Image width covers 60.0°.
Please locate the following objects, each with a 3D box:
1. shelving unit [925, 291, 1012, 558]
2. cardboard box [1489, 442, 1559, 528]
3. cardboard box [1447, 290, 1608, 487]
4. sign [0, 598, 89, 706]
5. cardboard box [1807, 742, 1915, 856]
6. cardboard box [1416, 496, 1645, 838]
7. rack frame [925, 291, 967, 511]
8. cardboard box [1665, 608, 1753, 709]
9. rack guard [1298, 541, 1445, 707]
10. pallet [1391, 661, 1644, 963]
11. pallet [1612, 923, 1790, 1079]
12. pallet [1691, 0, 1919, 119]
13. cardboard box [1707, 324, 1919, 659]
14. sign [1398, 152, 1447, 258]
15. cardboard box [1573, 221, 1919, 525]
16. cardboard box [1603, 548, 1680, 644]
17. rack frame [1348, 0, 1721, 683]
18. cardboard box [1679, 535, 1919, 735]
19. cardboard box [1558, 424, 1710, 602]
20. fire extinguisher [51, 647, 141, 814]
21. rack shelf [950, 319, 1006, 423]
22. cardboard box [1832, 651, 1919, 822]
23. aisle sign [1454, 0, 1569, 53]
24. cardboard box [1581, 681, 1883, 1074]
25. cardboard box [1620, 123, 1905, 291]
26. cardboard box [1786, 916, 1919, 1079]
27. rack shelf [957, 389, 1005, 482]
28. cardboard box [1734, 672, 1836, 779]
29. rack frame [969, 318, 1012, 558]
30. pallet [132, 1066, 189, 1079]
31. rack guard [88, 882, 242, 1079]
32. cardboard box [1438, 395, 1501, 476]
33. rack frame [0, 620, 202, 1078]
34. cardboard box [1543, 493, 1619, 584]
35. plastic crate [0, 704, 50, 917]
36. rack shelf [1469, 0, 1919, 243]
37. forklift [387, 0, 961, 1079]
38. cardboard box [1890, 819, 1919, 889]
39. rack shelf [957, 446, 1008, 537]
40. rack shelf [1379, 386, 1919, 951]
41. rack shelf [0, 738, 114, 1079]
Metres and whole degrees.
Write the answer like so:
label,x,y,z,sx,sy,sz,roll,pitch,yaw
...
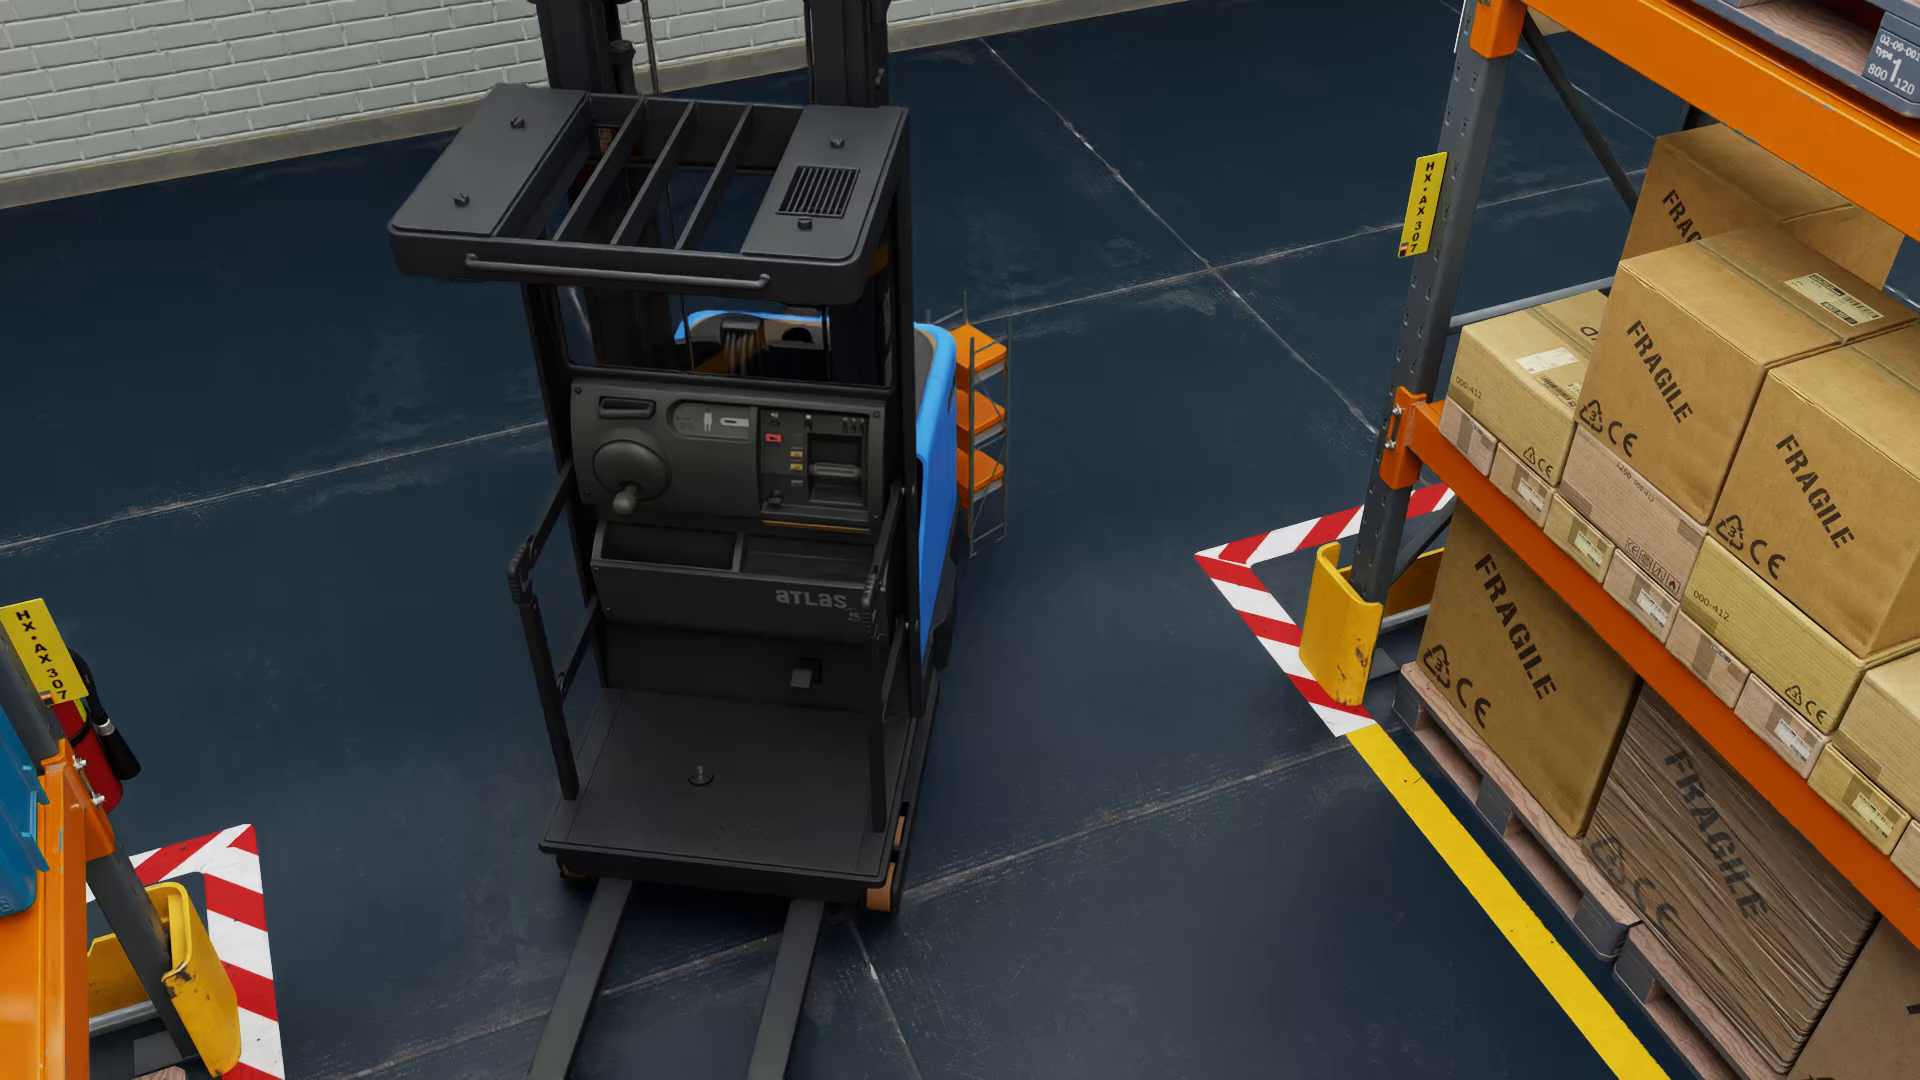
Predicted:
label,x,y,z,sx,sy,sz,roll,pitch,yaw
shelving unit,0.031,-0.430,6.445,0.215,1.050,0.252,-30,49,-30
cardboard box,1.797,-0.208,4.884,0.380,0.149,0.250,-16,43,-17
cardboard box,1.800,-0.453,4.863,0.500,0.250,0.500,-16,43,-18
sign,-2.208,0.273,4.006,0.100,0.325,0.005,-15,43,-17
cardboard box,2.287,0.564,3.986,0.380,0.149,0.250,-16,43,-18
cardboard box,2.185,0.259,5.456,0.875,0.875,0.875,-15,43,-17
rack frame,-0.051,-0.490,6.514,0.200,1.050,0.008,-30,49,-30
cardboard box,2.092,0.257,4.344,0.380,0.149,0.250,-16,43,-18
rack guard,1.857,0.180,6.157,1.175,0.500,0.348,-15,43,-17
pallet,2.244,0.766,5.697,1.003,0.211,1.213,-15,43,-17
pallet,2.707,1.500,4.844,1.003,0.211,1.213,-15,43,-17
pallet,2.160,-1.413,3.860,1.003,0.211,1.213,-15,43,-17
cardboard box,2.196,-0.125,3.907,0.500,0.500,0.500,-16,43,-18
sign,1.351,-0.977,4.861,0.100,0.325,0.005,-15,43,-17
cardboard box,1.992,-0.436,4.268,0.500,0.500,0.500,-16,43,-18
cardboard box,1.996,0.103,4.522,0.380,0.149,0.250,-16,43,-18
rack frame,1.866,-0.753,5.326,1.000,3.000,0.127,-15,43,-17
cardboard box,2.194,0.162,4.148,0.500,0.250,0.500,-16,43,-18
cardboard box,2.005,-0.141,4.501,0.500,0.250,0.500,-16,43,-17
fire extinguisher,-2.348,0.449,4.273,0.296,0.674,0.183,-15,43,-17
rack shelf,0.031,-0.637,6.267,0.215,0.259,0.240,-30,49,-30
cardboard box,2.399,0.475,3.784,0.500,0.250,0.500,-16,43,-18
aisle sign,1.562,-1.708,4.441,0.394,0.787,0.004,-15,43,-17
cardboard box,2.533,0.807,4.819,0.875,0.875,0.875,-15,43,-17
cardboard box,2.295,-0.866,4.768,0.500,0.500,0.500,-15,43,-16
cardboard box,2.874,1.343,4.195,0.875,0.875,0.875,-15,43,-17
rack shelf,0.031,-0.422,6.452,0.215,0.259,0.240,-30,49,-30
cardboard box,2.191,0.412,4.163,0.380,0.149,0.250,-16,43,-17
rack frame,0.112,-0.371,6.376,0.200,1.050,0.008,-30,49,-30
pallet,-2.430,2.046,4.209,1.003,0.211,1.213,-15,43,-17
rack guard,-2.731,1.419,4.717,1.175,0.500,0.348,-15,43,-17
cardboard box,1.697,-0.362,5.063,0.380,0.149,0.250,-15,43,-16
rack frame,-2.710,0.482,3.889,1.000,3.000,0.127,-15,43,-17
cardboard box,1.895,-0.054,4.704,0.380,0.149,0.250,-16,43,-18
plastic crate,-2.409,0.601,3.677,0.616,0.435,0.499,-15,43,-17
rack shelf,2.632,-0.413,3.181,1.077,0.370,4.000,-15,43,-17
forklift,-0.705,-0.164,4.693,1.130,2.935,3.031,5,41,6
cardboard box,2.389,0.722,3.803,0.380,0.149,0.250,-14,43,-16
rack shelf,0.031,-0.211,6.633,0.215,0.259,0.240,-30,49,-30
rack shelf,2.632,0.724,4.159,1.077,0.370,4.000,-15,43,-17
rack shelf,-1.945,1.960,2.722,1.077,0.370,4.000,-15,43,-17
